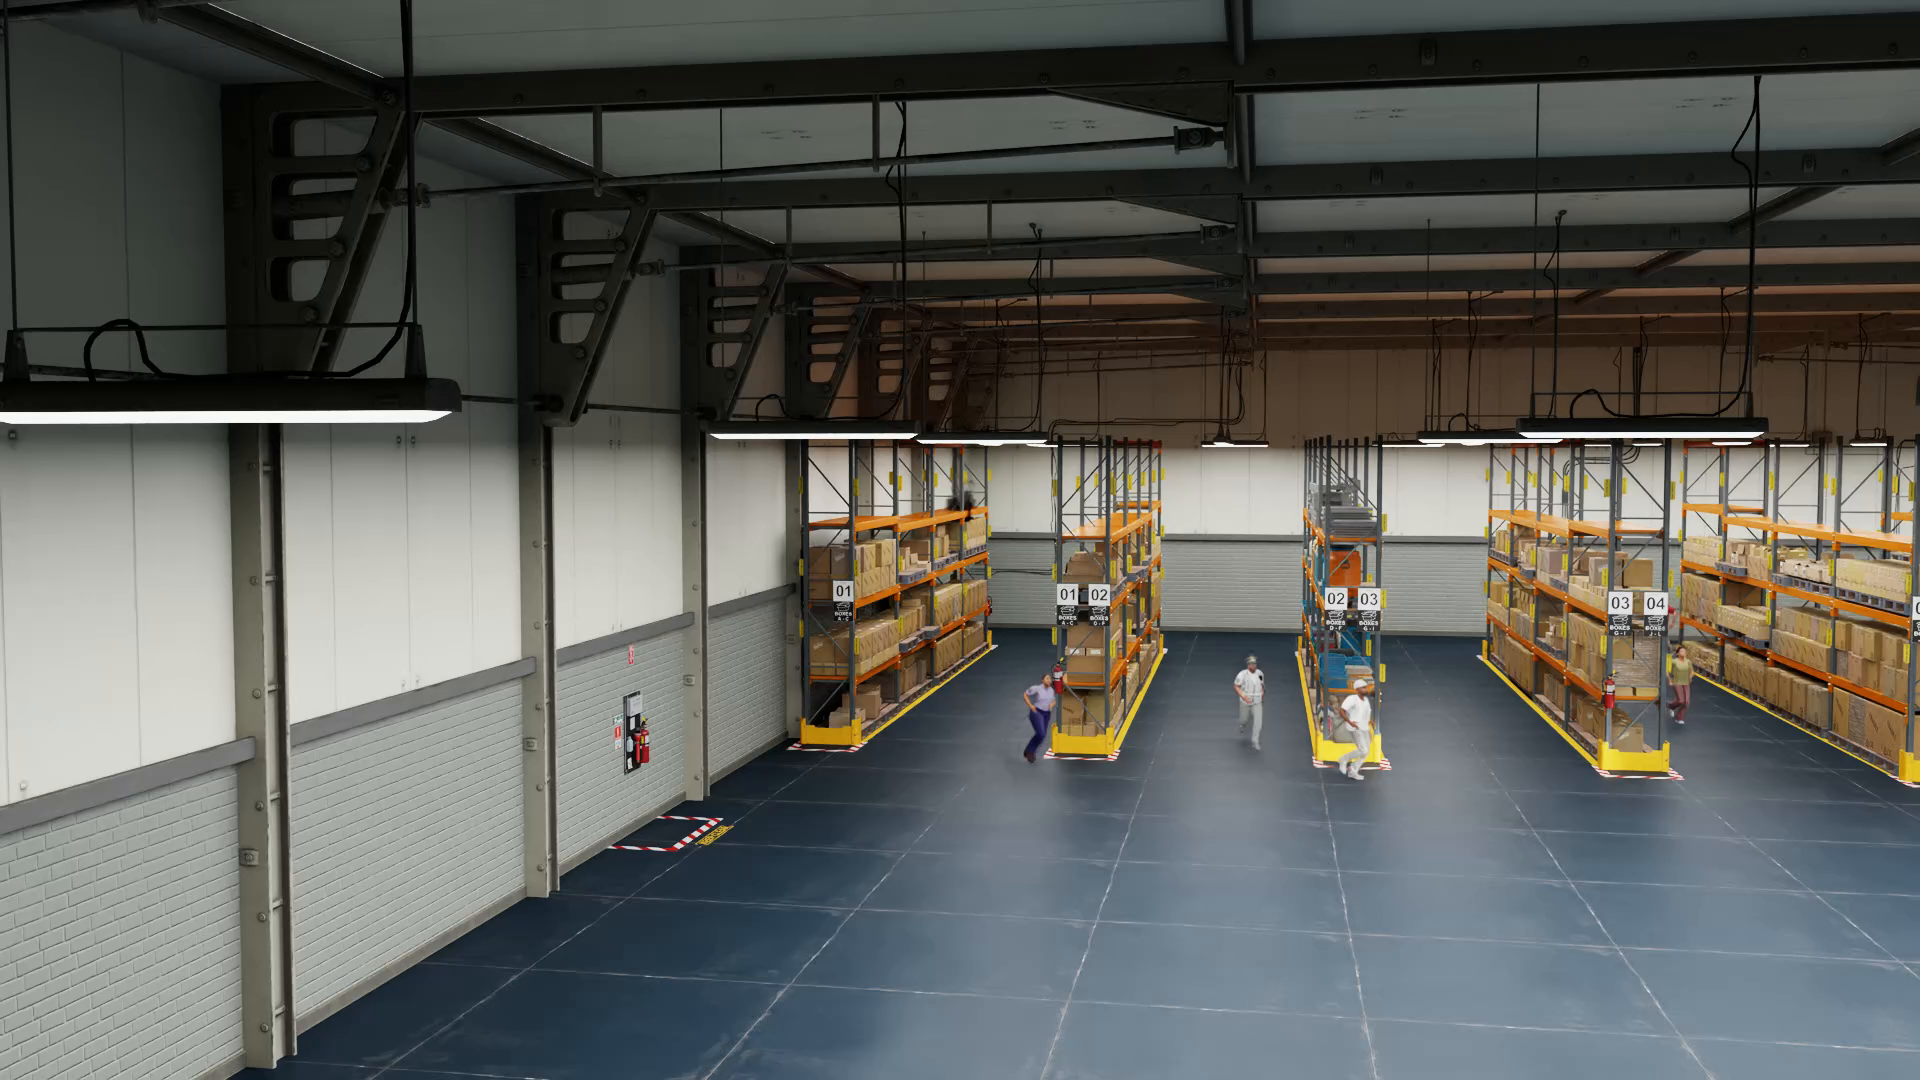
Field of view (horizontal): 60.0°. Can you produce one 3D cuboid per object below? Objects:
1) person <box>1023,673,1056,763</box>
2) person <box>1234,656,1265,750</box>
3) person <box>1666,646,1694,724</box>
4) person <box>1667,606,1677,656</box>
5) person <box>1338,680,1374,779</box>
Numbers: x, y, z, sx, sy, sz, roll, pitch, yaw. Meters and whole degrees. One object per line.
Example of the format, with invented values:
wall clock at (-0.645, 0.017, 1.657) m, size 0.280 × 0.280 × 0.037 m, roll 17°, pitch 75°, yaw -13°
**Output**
person at (1.480, 3.269, 30.652) m, size 0.626 × 1.643 × 0.613 m, roll -2°, pitch 4°, yaw -39°
person at (5.623, 3.129, 32.215) m, size 0.642 × 1.783 × 1.028 m, roll 0°, pitch 3°, yaw -3°
person at (15.078, 3.033, 34.785) m, size 0.584 × 1.626 × 0.547 m, roll 0°, pitch 3°, yaw -1°
person at (19.146, 2.392, 45.433) m, size 0.988 × 1.729 × 0.669 m, roll 0°, pitch 3°, yaw -6°
person at (6.944, 3.296, 29.017) m, size 0.736 × 1.717 × 0.548 m, roll -3°, pitch 4°, yaw -43°
